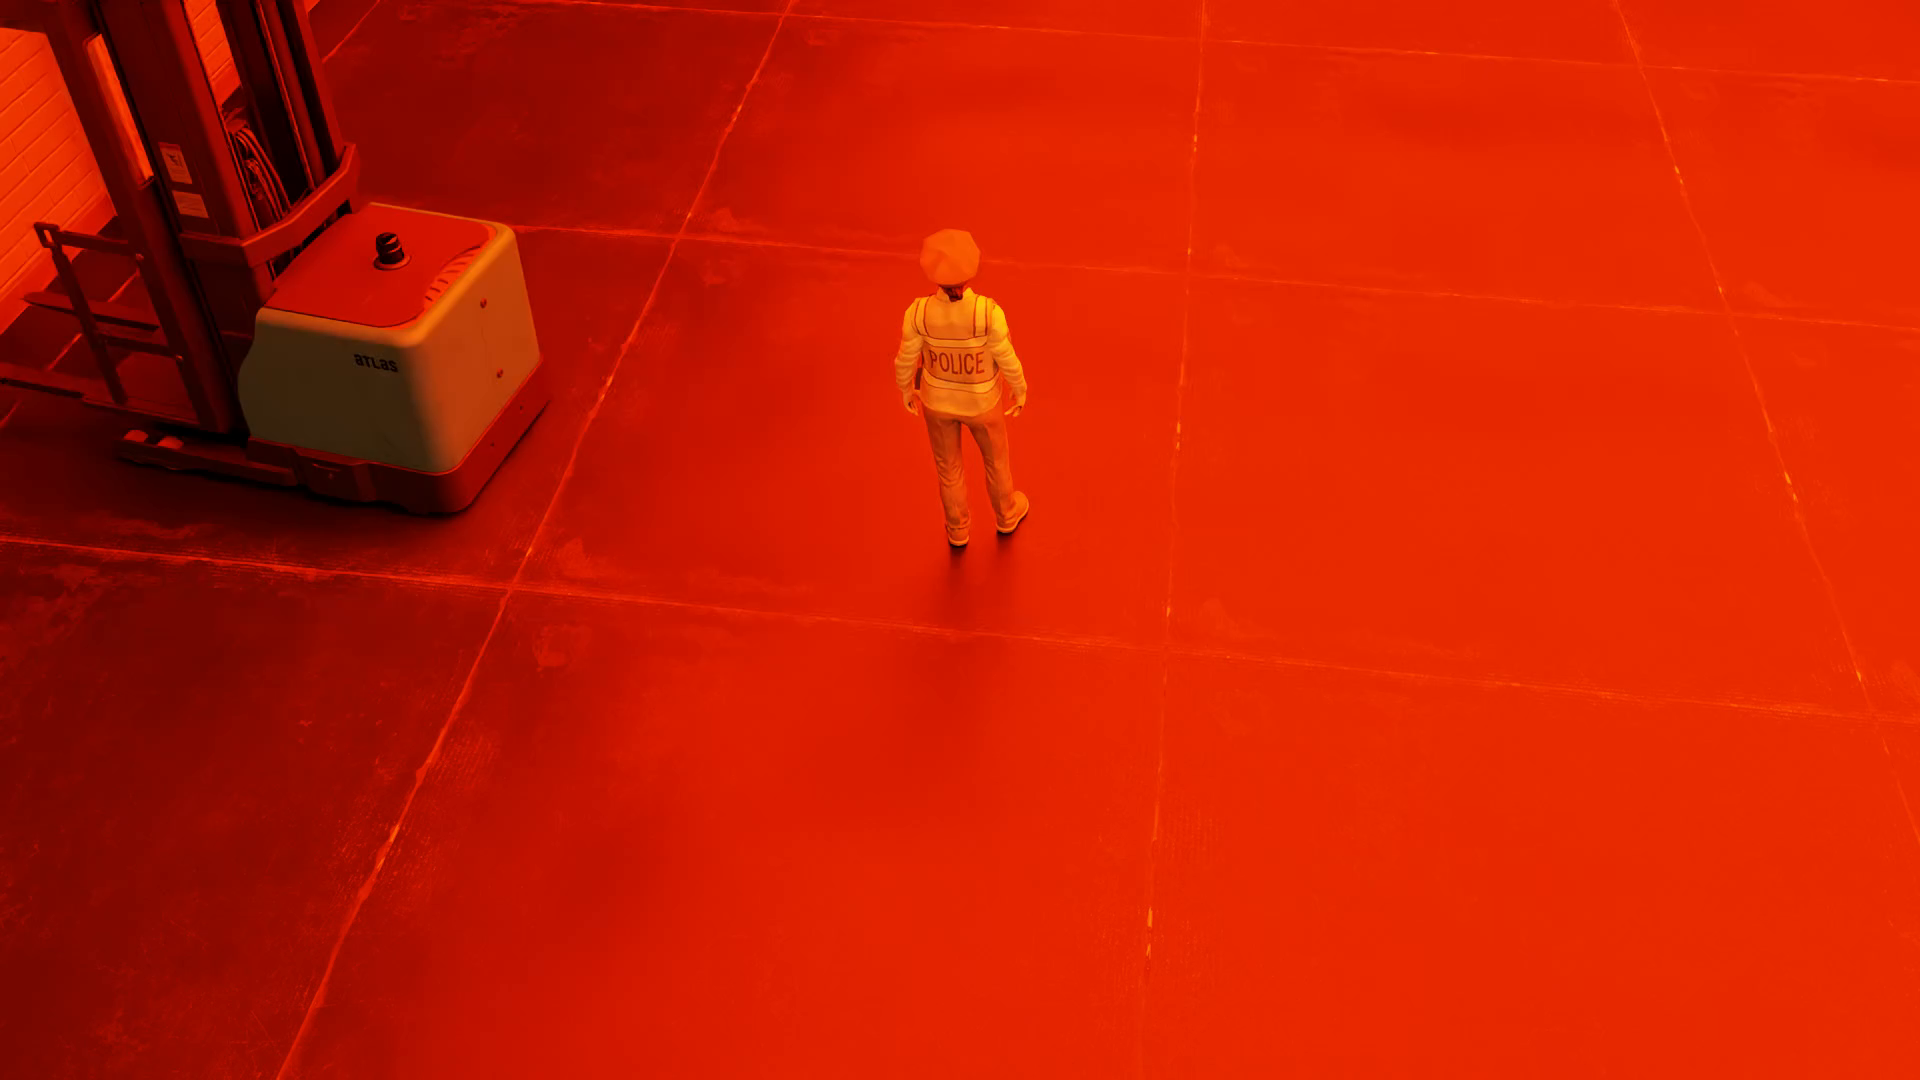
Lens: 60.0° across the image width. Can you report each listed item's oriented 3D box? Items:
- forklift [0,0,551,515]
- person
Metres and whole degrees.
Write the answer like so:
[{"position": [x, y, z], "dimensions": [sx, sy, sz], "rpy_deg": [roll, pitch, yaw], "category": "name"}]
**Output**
[{"position": [-3.688, -1.760, 7.640], "dimensions": [3.031, 2.935, 1.130], "rpy_deg": [11, 44, 12], "category": "forklift"}, {"position": [0.024, -0.673, 7.360], "dimensions": [0.569, 1.696, 0.533], "rpy_deg": [5, 43, 6], "category": "person"}]
